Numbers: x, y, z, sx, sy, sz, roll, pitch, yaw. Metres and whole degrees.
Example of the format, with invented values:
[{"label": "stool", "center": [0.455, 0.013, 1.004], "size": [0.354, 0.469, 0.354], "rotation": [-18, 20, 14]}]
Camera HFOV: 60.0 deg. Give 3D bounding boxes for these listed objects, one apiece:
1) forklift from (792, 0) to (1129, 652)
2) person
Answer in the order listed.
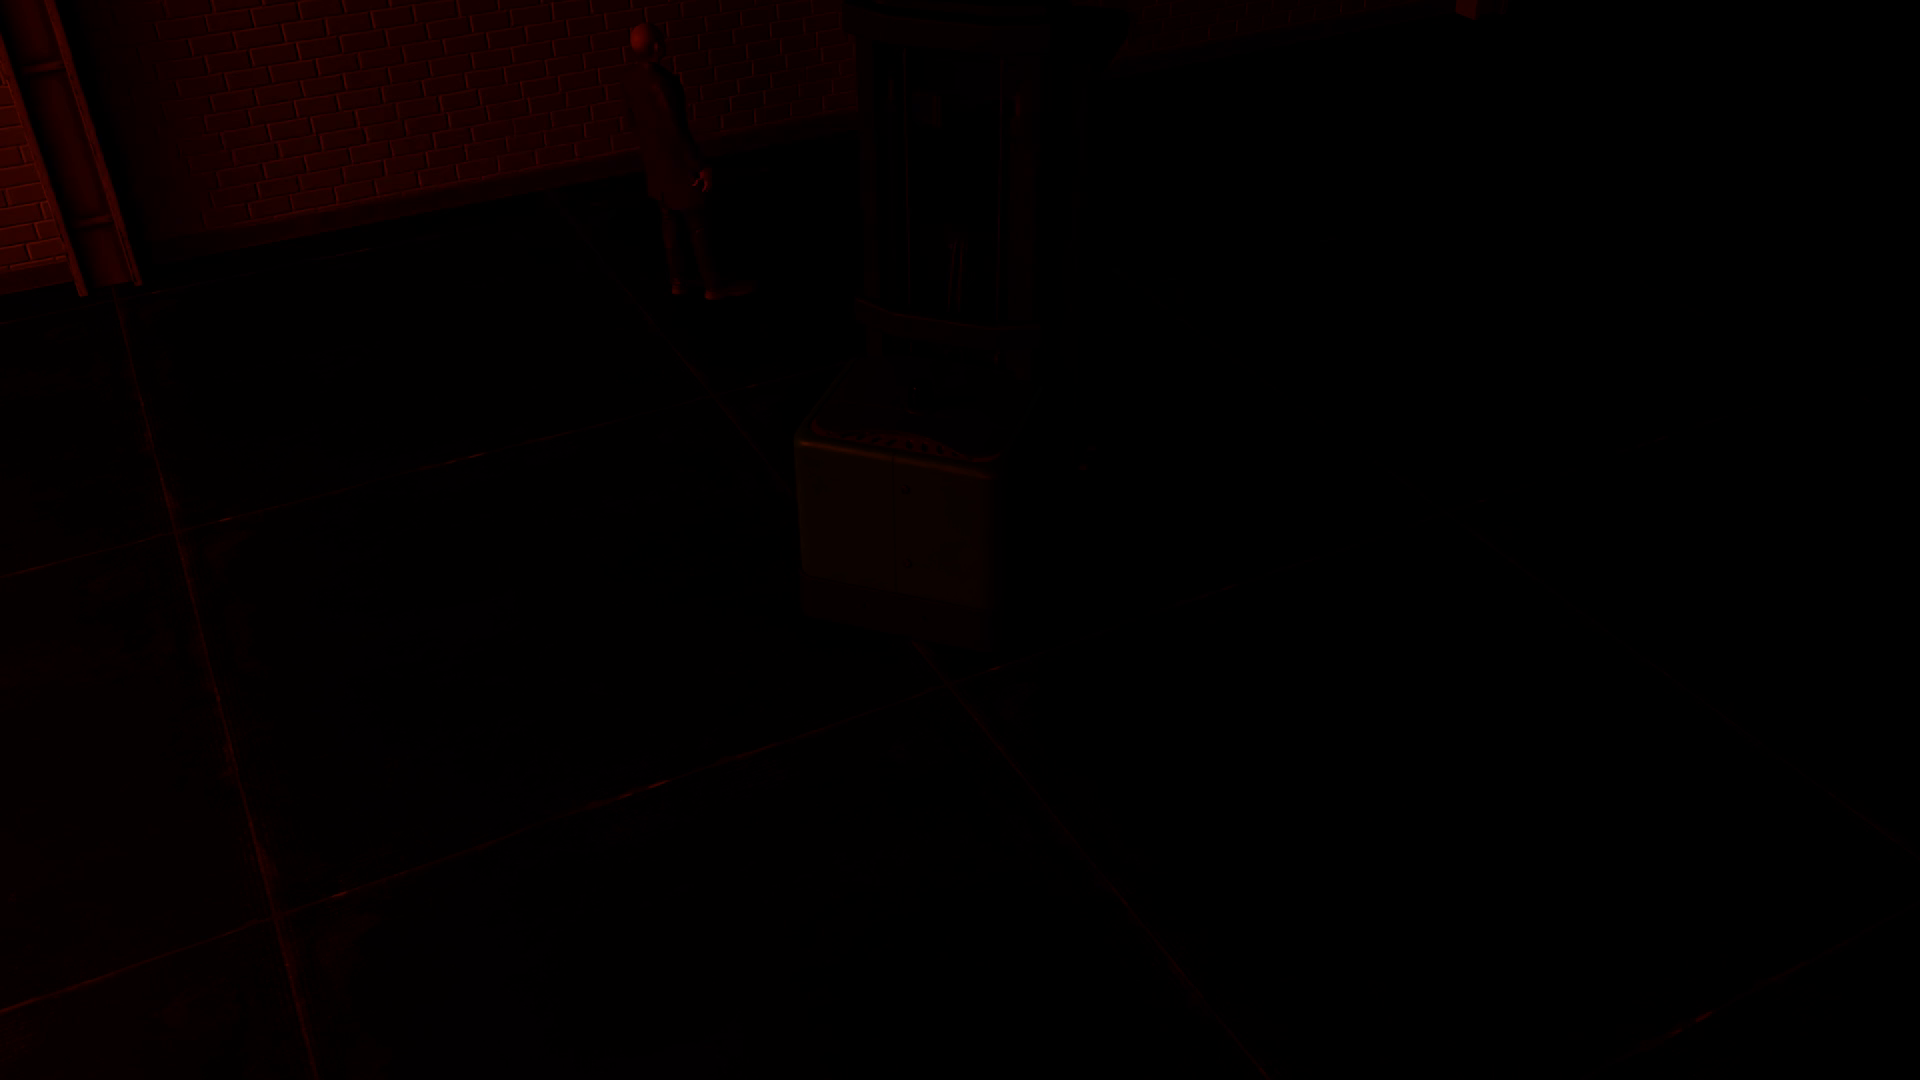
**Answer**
[{"label": "forklift", "center": [0.157, -1.520, 8.274], "size": [1.130, 2.935, 3.031], "rotation": [10, 37, 14]}, {"label": "person", "center": [-1.738, -2.404, 10.511], "size": [0.583, 1.776, 0.696], "rotation": [-28, 44, -33]}]
